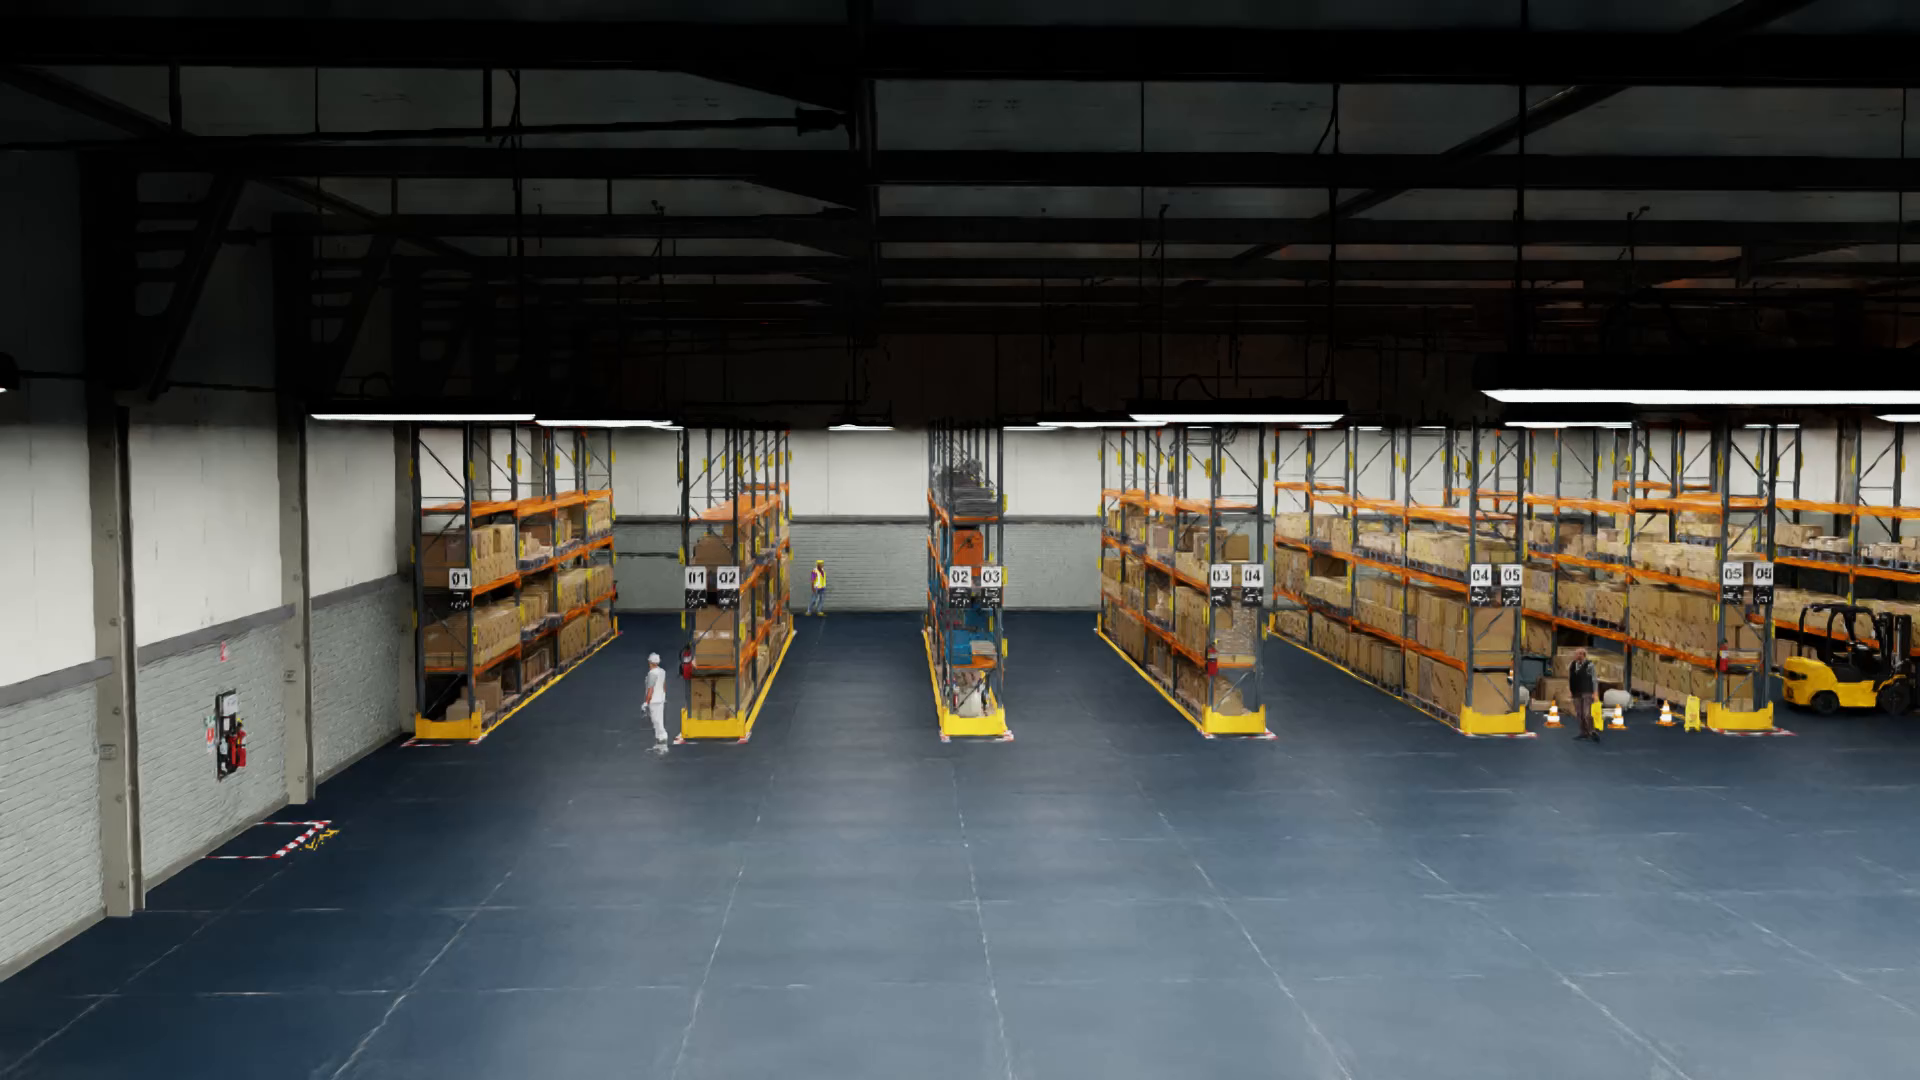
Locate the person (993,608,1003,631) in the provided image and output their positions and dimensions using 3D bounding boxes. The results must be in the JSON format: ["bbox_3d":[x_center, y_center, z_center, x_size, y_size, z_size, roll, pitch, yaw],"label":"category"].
[{"bbox_3d":[1.015,1.838,47.670,0.419,1.513,1.037,0,4,-5],"label":"person"}]

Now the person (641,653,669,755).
[{"bbox_3d":[-5.382,2.904,29.493,0.468,1.812,0.568,1,4,11],"label":"person"}]

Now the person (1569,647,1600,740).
[{"bbox_3d":[11.572,2.842,30.838,0.398,1.715,0.643,-3,4,-34],"label":"person"}]

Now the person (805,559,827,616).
[{"bbox_3d":[-4.491,1.483,51.637,0.474,1.754,0.723,4,5,44],"label":"person"}]
